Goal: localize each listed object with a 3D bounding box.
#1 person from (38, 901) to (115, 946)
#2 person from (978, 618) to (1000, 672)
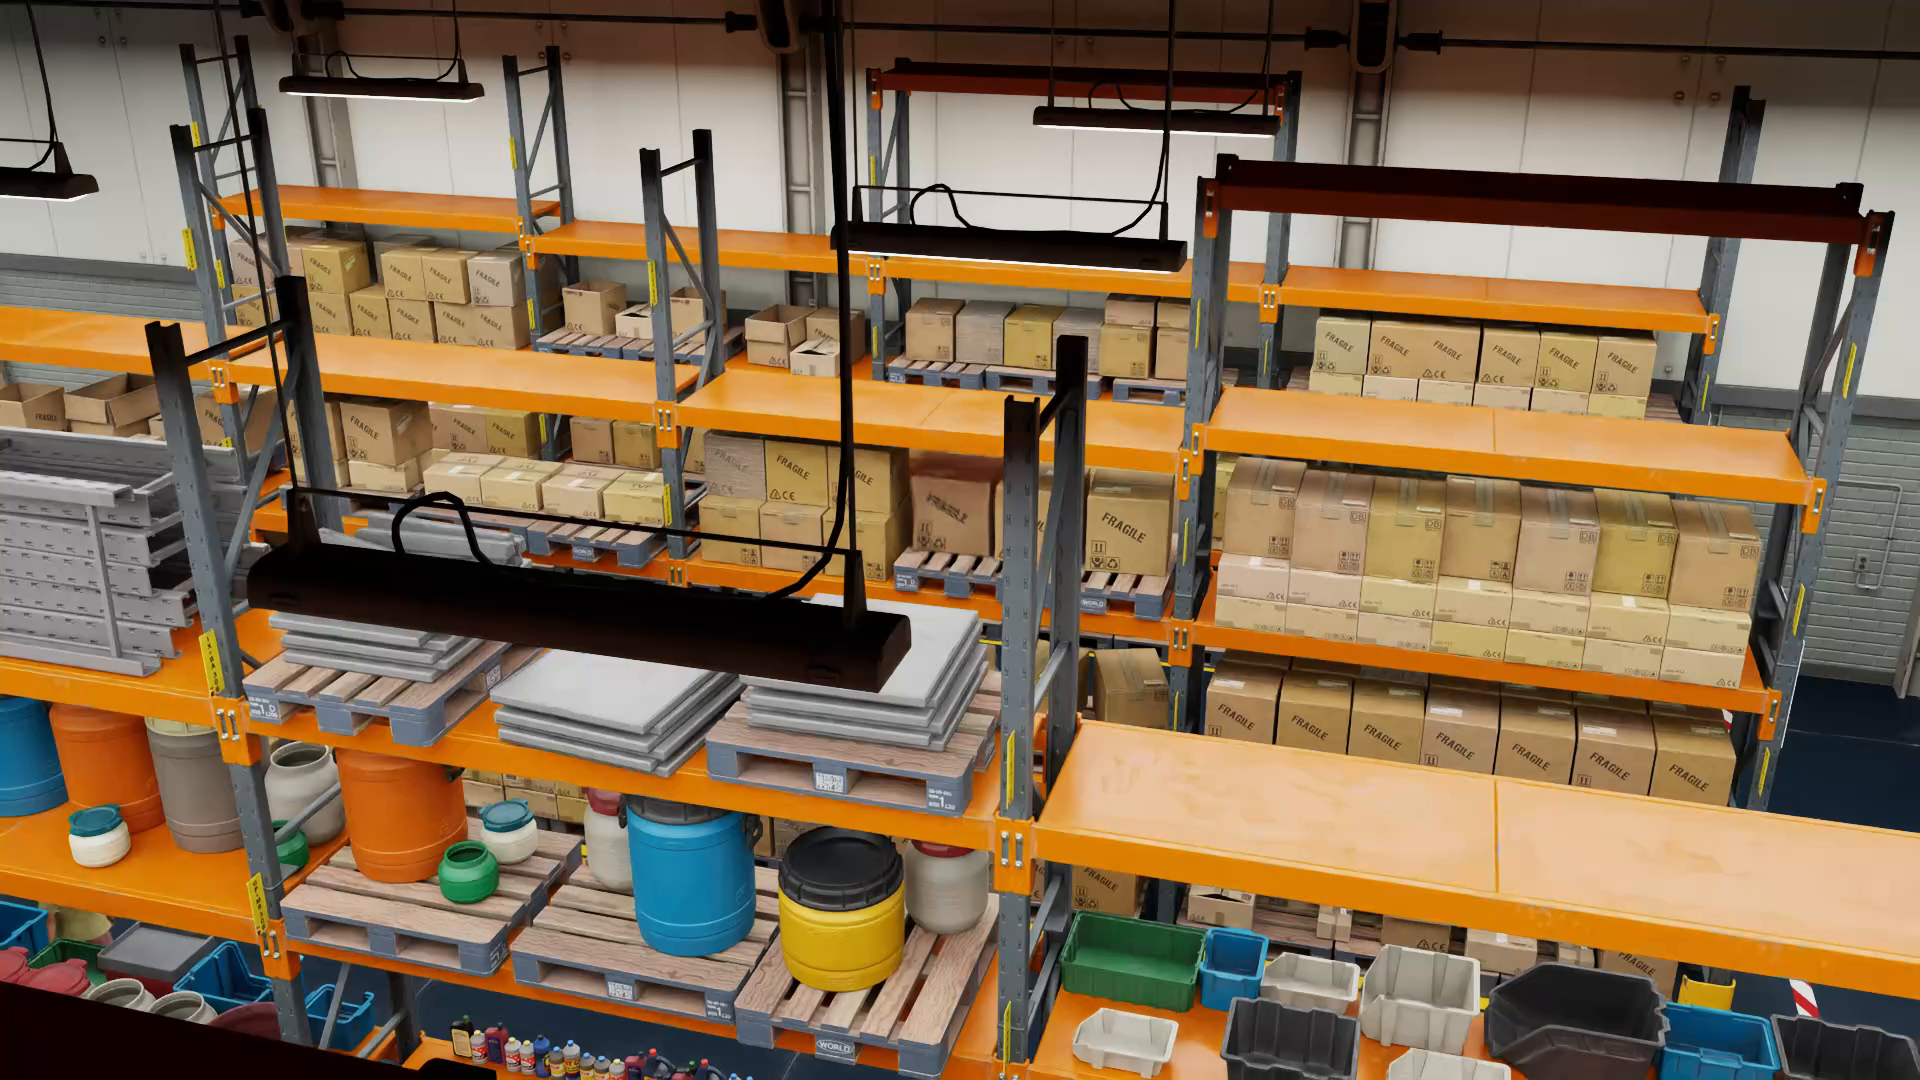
[{"bbox_3d":[-6.289,2.786,11.909,0.472,1.615,1.044,-13,26,-29],"label":"person"},{"bbox_3d":[-0.053,0.801,16.801,0.986,1.527,0.442,-2,23,-5],"label":"person"}]
